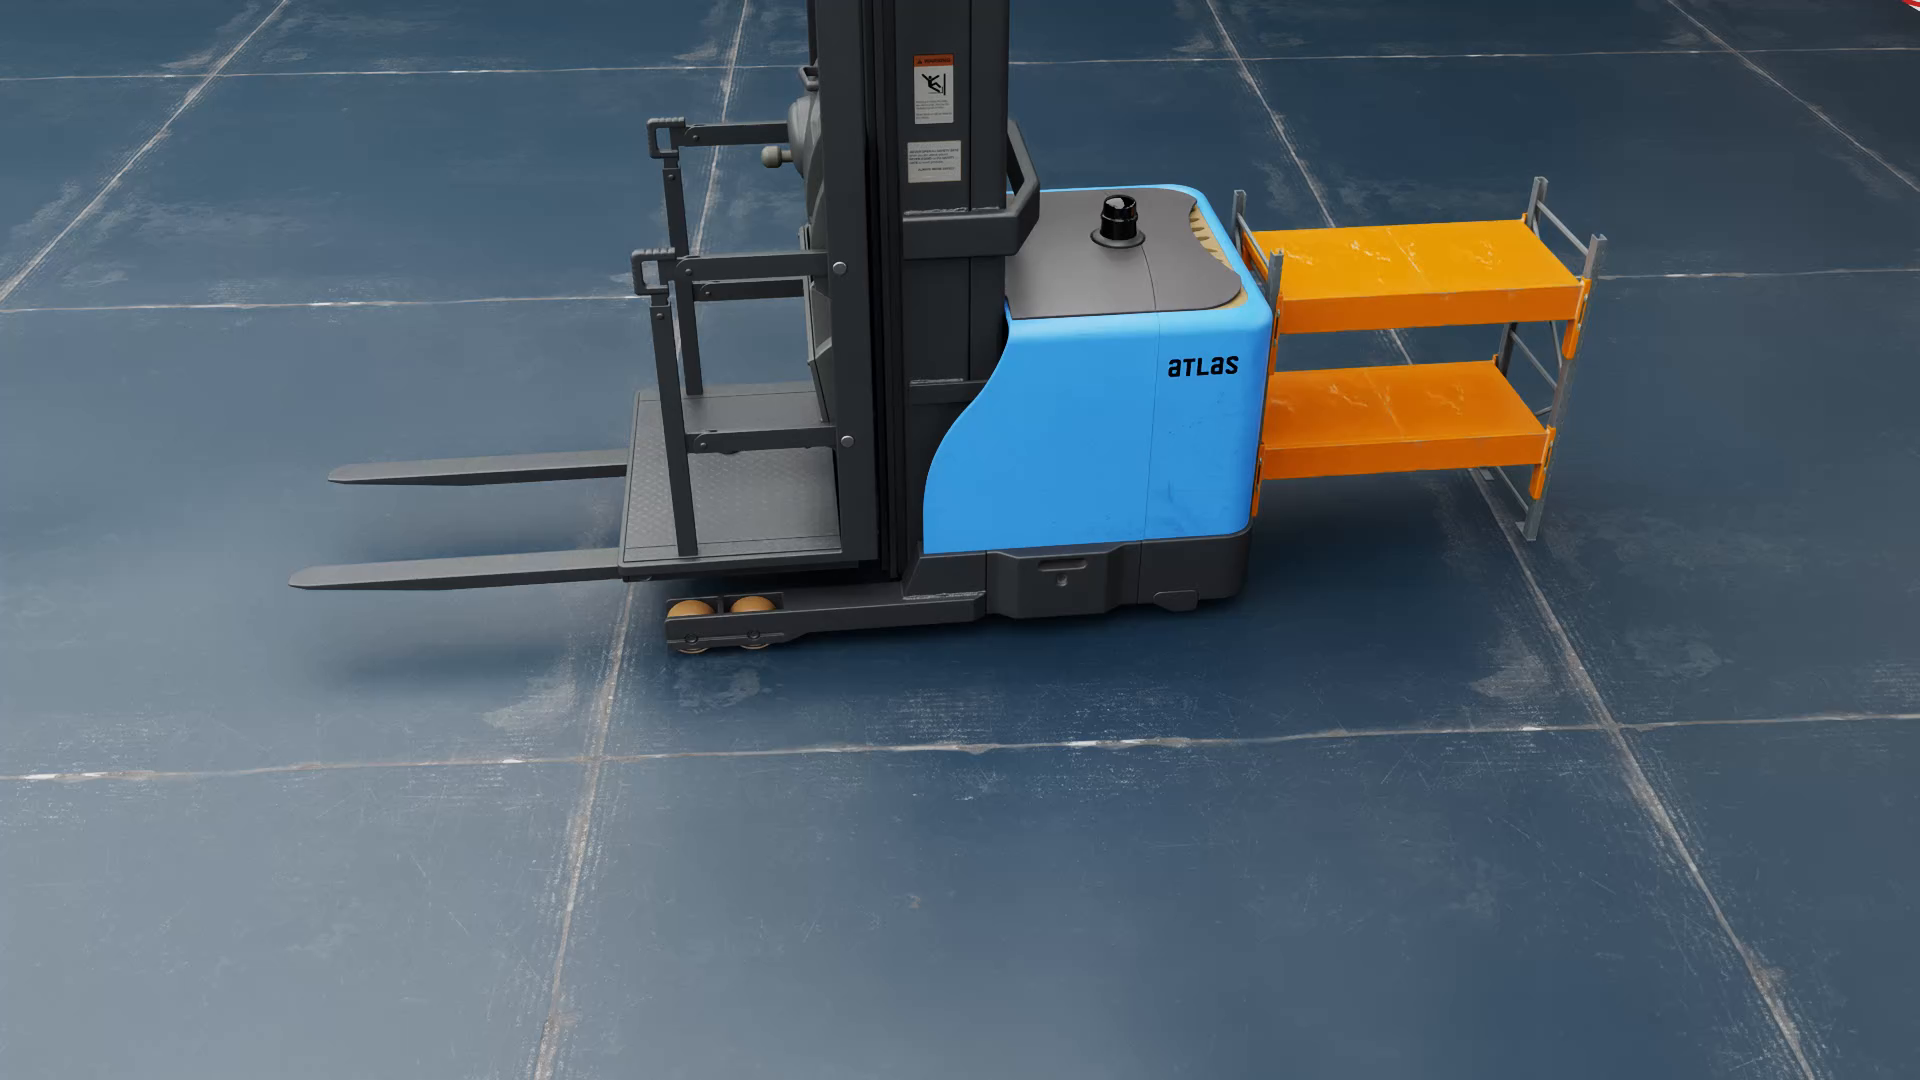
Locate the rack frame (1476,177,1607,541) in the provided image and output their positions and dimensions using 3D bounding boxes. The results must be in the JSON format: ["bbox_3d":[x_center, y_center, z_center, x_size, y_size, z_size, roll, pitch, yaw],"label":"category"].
[{"bbox_3d":[1.946,-0.600,5.628,0.032,1.125,0.500,-4,35,-5],"label":"rack frame"}]

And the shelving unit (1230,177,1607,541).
[{"bbox_3d":[1.441,-0.569,5.583,1.048,1.125,0.538,-4,35,-5],"label":"shelving unit"}]

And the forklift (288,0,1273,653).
[{"bbox_3d":[-0.618,-1.166,4.860,3.031,2.935,1.130,-4,35,-5],"label":"forklift"}]

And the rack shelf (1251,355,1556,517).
[{"bbox_3d":[1.441,-0.368,5.722,1.000,0.278,0.538,-4,35,-5],"label":"rack shelf"}]

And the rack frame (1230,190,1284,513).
[{"bbox_3d":[0.936,-0.537,5.538,0.032,1.125,0.500,-4,35,-5],"label":"rack frame"}]

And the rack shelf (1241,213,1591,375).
[{"bbox_3d":[1.441,-0.809,5.417,1.000,0.278,0.538,-4,35,-5],"label":"rack shelf"}]
